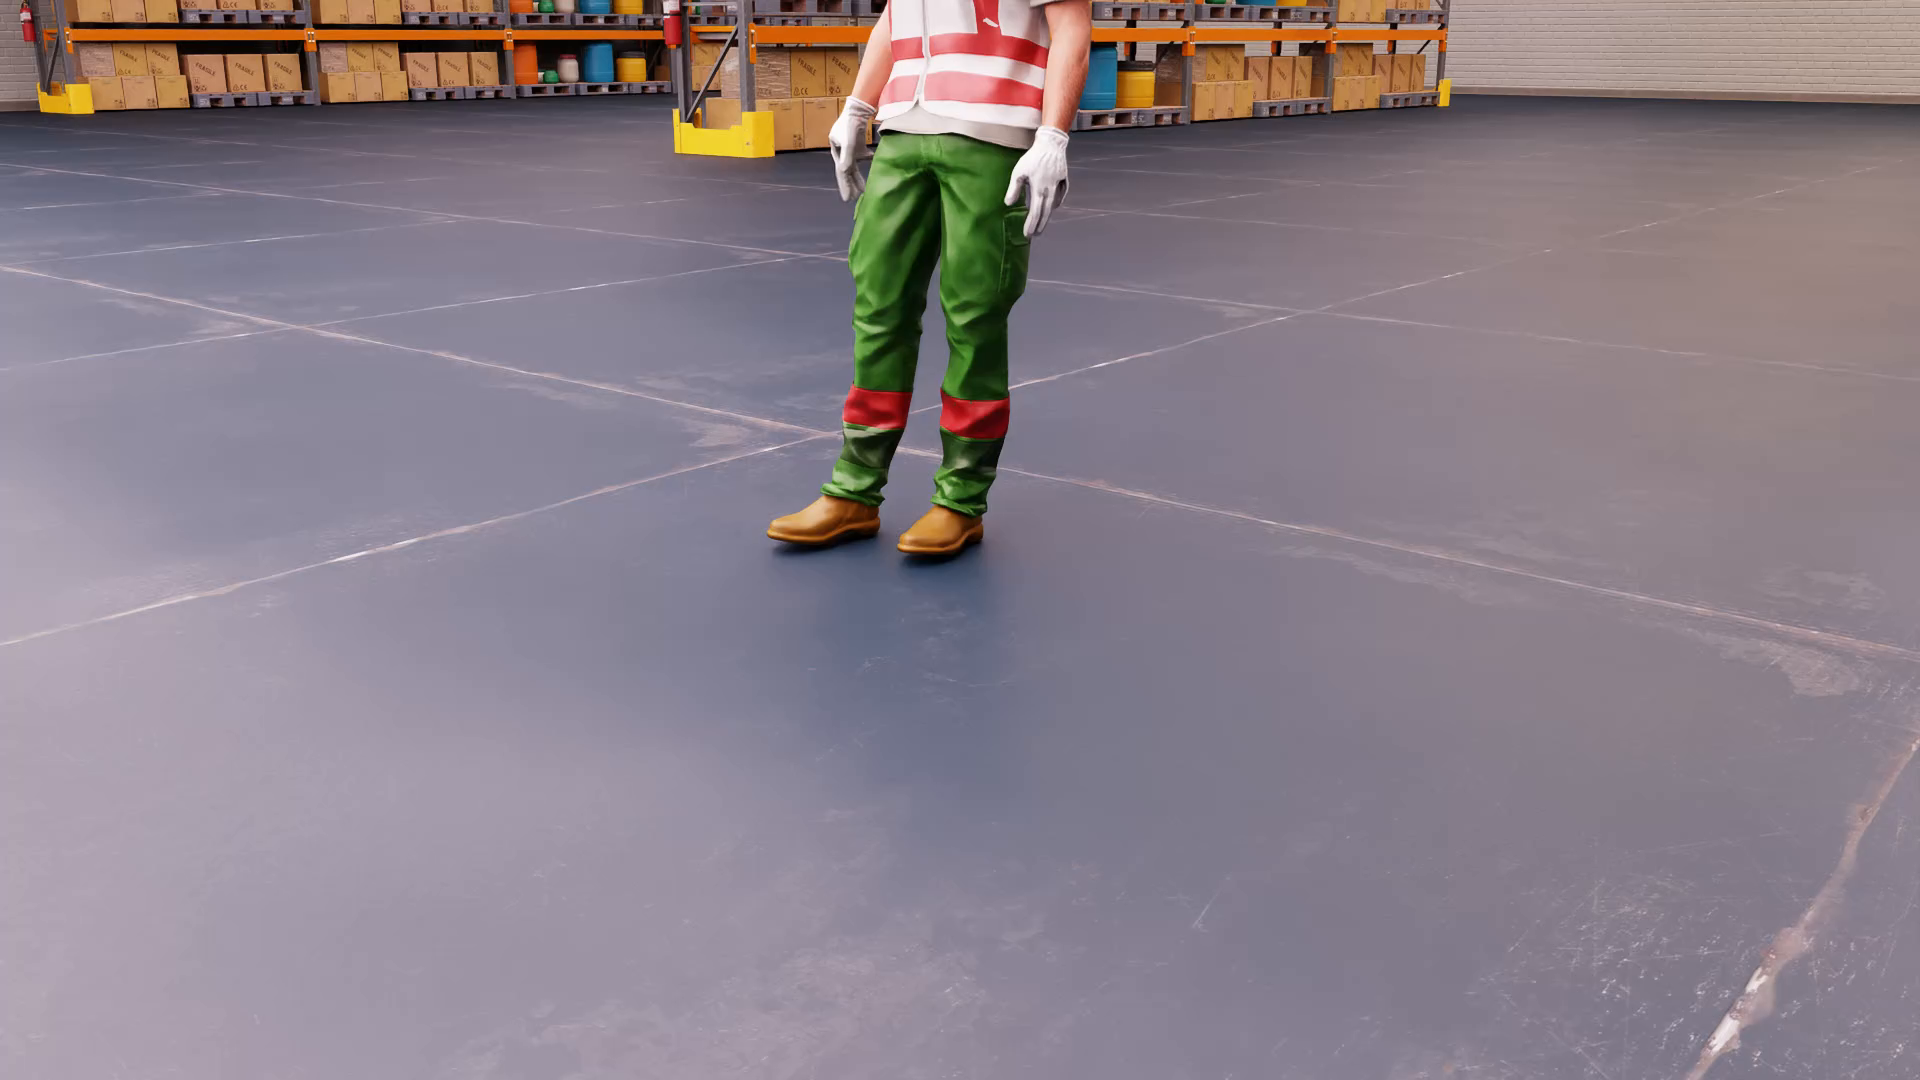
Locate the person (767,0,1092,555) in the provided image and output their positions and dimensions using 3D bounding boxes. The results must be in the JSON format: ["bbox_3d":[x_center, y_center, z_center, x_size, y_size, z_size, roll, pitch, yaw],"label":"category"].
[{"bbox_3d":[-0.061,-0.847,3.628,0.637,1.790,0.562,13,21,37],"label":"person"}]
